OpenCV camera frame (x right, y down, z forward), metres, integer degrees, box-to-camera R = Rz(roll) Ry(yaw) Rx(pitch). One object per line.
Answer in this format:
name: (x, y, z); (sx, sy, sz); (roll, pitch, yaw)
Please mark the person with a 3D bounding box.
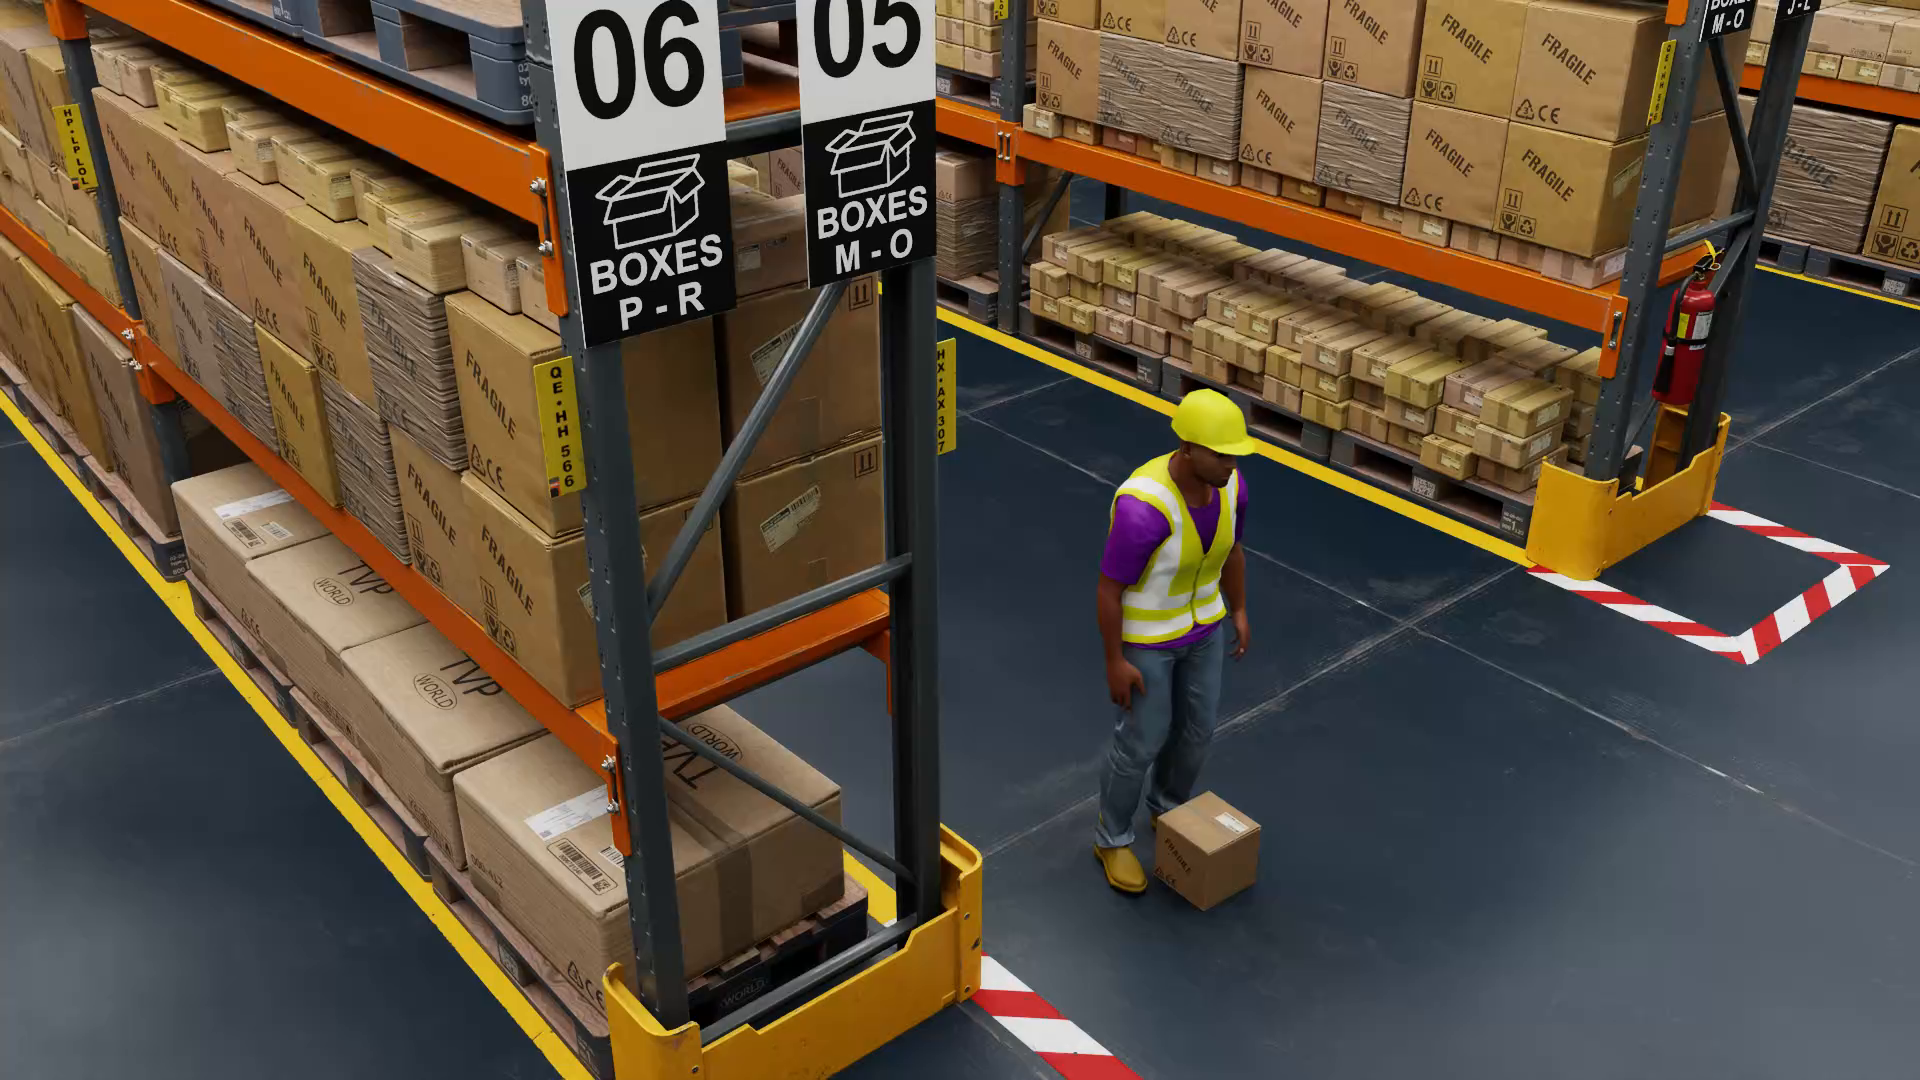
person: (0.715, 0.313, 5.514); (0.637, 1.761, 0.455); (-19, 34, -32)
